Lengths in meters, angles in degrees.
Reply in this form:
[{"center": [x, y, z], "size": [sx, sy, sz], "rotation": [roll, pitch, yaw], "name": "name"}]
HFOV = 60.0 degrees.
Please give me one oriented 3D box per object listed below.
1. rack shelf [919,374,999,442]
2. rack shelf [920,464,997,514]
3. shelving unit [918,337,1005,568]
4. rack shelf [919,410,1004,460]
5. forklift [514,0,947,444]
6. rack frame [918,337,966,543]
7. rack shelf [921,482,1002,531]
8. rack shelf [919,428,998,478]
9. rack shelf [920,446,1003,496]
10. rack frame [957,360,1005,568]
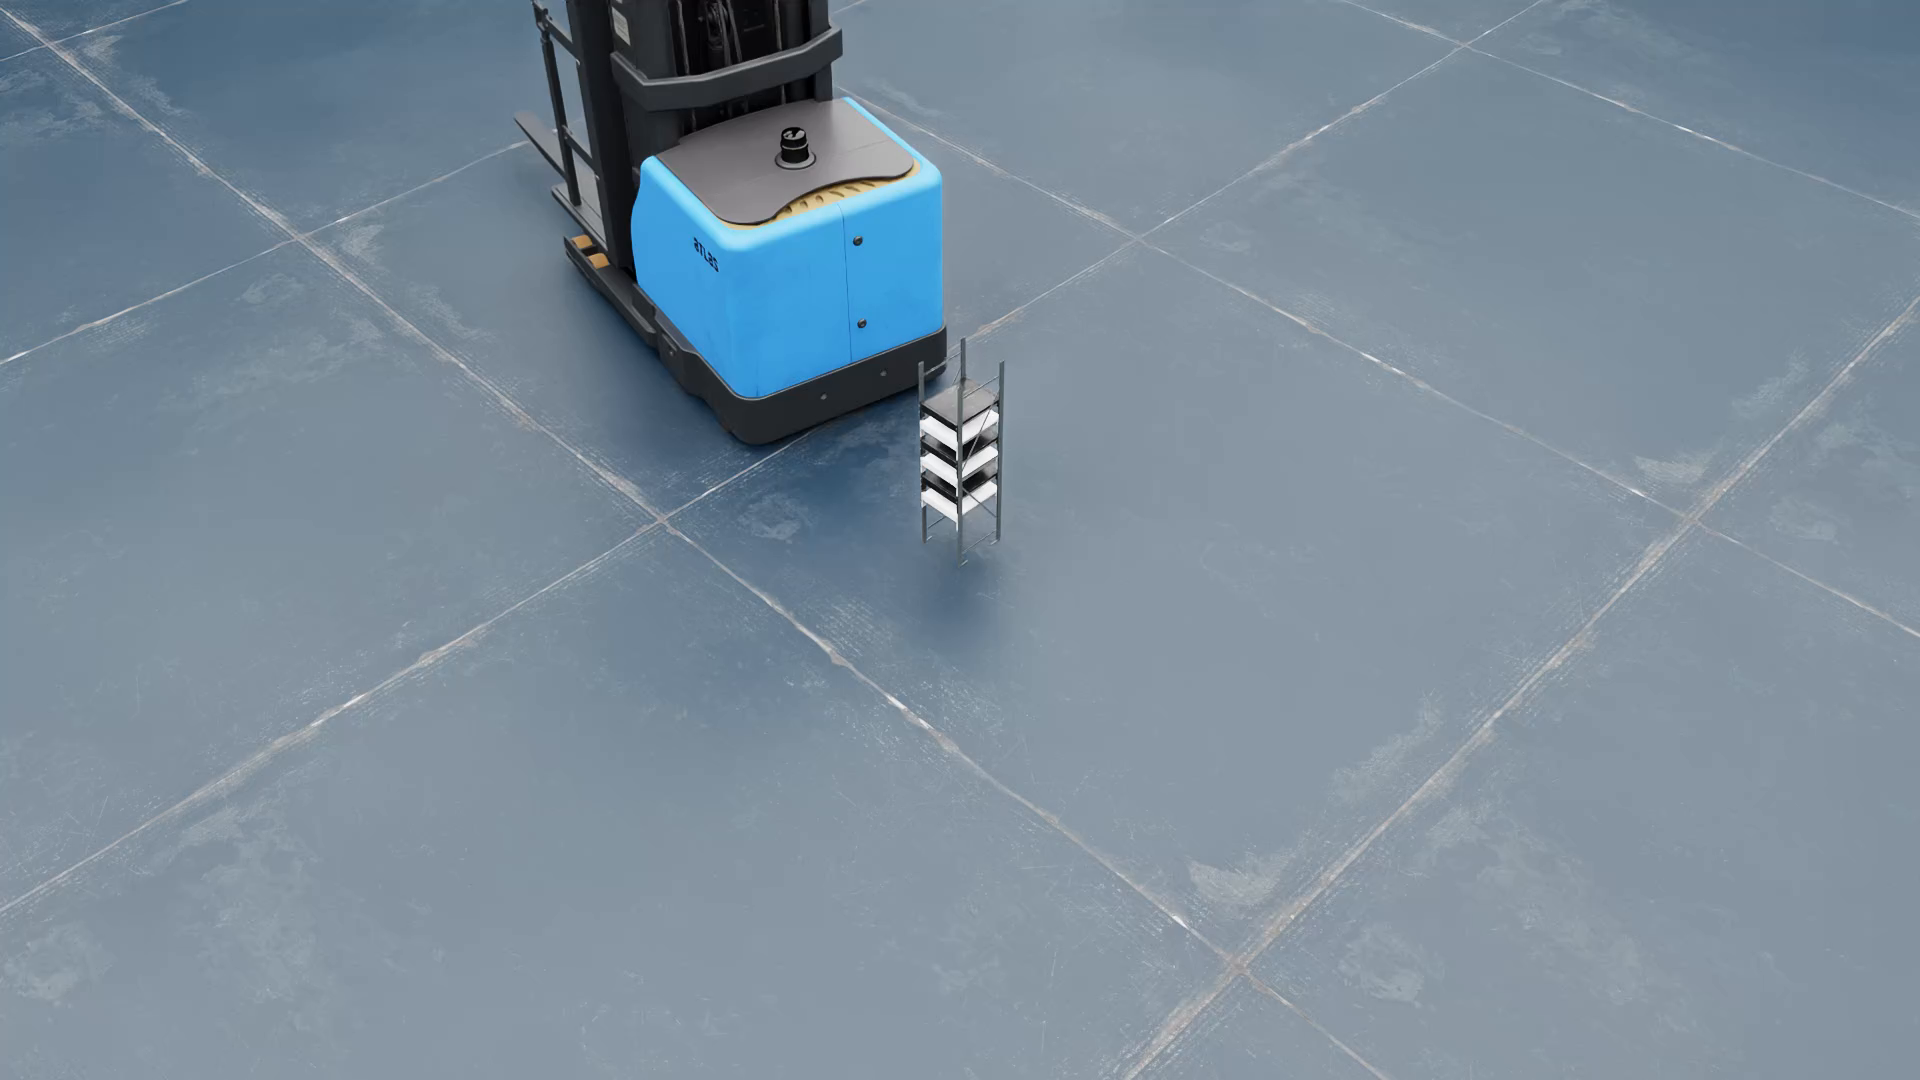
[{"center": [0.006, -0.500, 6.280], "size": [0.258, 0.077, 0.200], "rotation": [-34, 53, -31], "name": "rack shelf"}, {"center": [0.006, -0.236, 6.524], "size": [0.258, 0.077, 0.200], "rotation": [-34, 53, -31], "name": "rack shelf"}, {"center": [0.006, -0.327, 6.440], "size": [0.258, 0.900, 0.210], "rotation": [-34, 53, -31], "name": "shelving unit"}, {"center": [0.006, -0.434, 6.341], "size": [0.258, 0.077, 0.200], "rotation": [-34, 53, -31], "name": "rack shelf"}, {"center": [-1.282, -2.458, 7.250], "size": [1.130, 2.935, 3.031], "rotation": [-24, 48, -24], "name": "forklift"}, {"center": [-0.066, -0.375, 6.493], "size": [0.240, 0.900, 0.006], "rotation": [-34, 53, -31], "name": "rack frame"}, {"center": [0.006, -0.170, 6.585], "size": [0.258, 0.077, 0.200], "rotation": [-34, 53, -31], "name": "rack shelf"}, {"center": [0.006, -0.368, 6.402], "size": [0.258, 0.077, 0.200], "rotation": [-34, 53, -31], "name": "rack shelf"}, {"center": [0.006, -0.302, 6.463], "size": [0.258, 0.077, 0.200], "rotation": [-34, 53, -31], "name": "rack shelf"}, {"center": [0.078, -0.278, 6.388], "size": [0.240, 0.900, 0.006], "rotation": [-34, 53, -31], "name": "rack frame"}]
